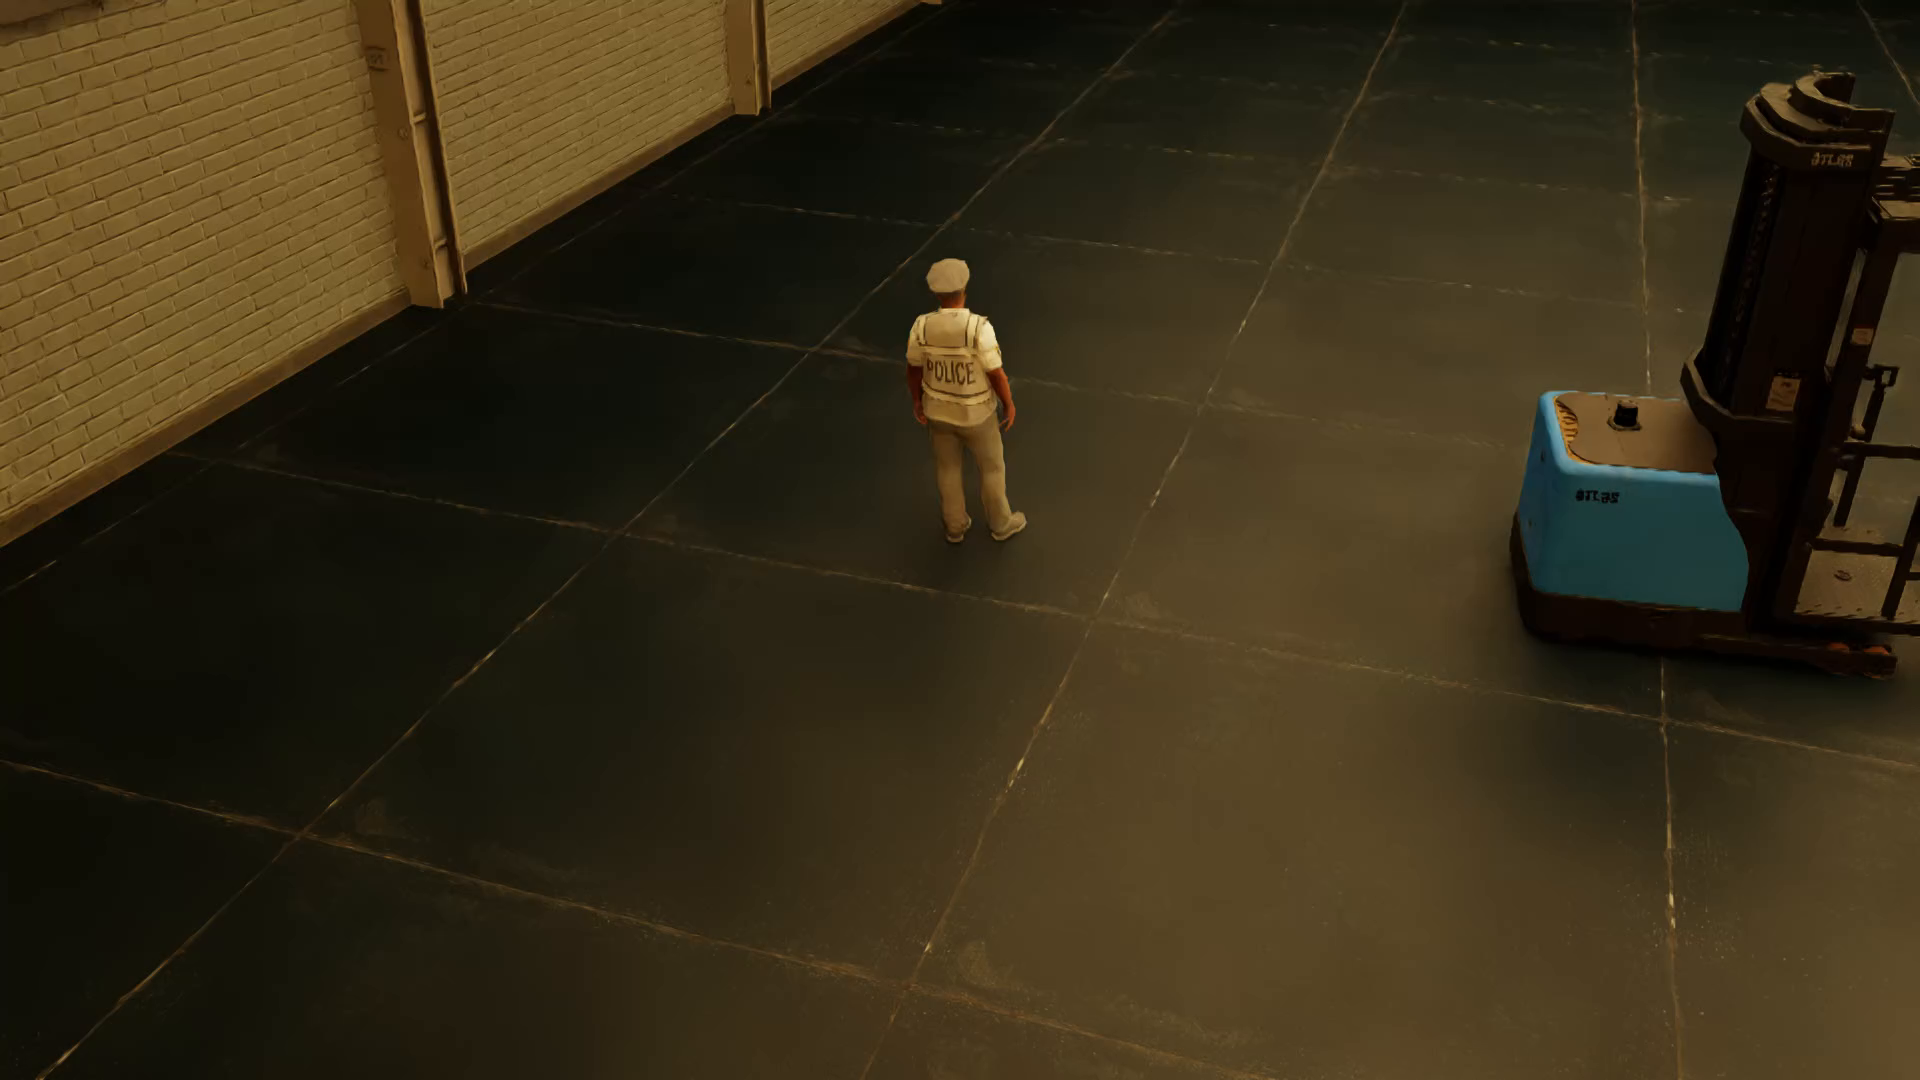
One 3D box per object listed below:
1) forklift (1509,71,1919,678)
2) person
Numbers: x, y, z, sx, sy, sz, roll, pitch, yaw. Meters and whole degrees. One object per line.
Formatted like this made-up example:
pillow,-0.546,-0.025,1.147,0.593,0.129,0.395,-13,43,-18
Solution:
forklift,4.672,-0.829,8.590,3.031,2.935,1.130,6,30,10
person,0.036,-0.816,9.711,0.640,1.781,0.574,10,31,16
